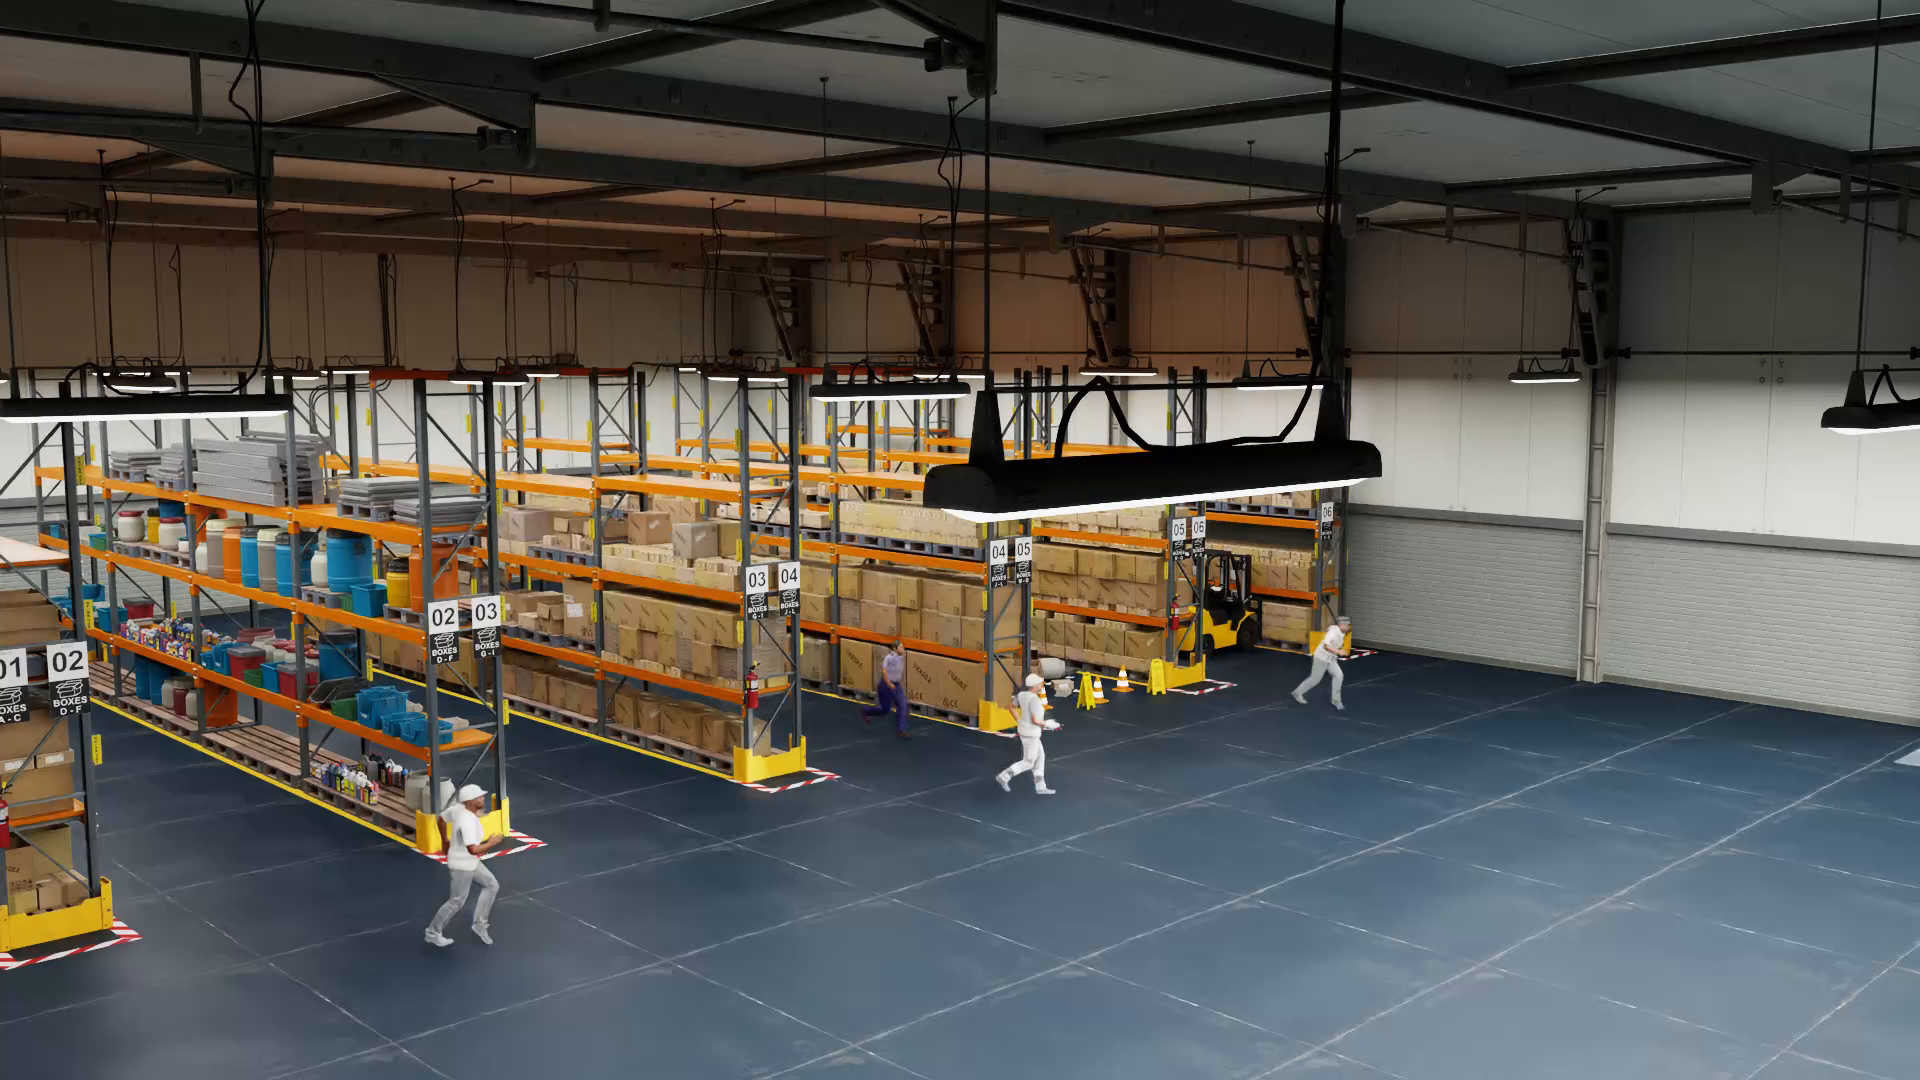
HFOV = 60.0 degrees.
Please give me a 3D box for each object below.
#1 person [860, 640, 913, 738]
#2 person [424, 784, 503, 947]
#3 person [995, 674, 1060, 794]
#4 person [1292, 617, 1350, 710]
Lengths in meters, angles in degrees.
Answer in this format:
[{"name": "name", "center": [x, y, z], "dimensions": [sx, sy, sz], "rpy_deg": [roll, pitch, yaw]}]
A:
[{"name": "person", "center": [-1.205, 2.459, 27.495], "dimensions": [0.920, 1.646, 0.606], "rpy_deg": [3, 7, 23]}, {"name": "person", "center": [-5.277, 3.476, 17.657], "dimensions": [0.834, 1.788, 0.727], "rpy_deg": [-2, 7, -19]}, {"name": "person", "center": [0.952, 2.782, 23.660], "dimensions": [0.891, 1.770, 0.640], "rpy_deg": [-2, 7, -16]}, {"name": "person", "center": [6.456, 2.190, 29.696], "dimensions": [1.018, 1.722, 0.706], "rpy_deg": [3, 7, 25]}]
